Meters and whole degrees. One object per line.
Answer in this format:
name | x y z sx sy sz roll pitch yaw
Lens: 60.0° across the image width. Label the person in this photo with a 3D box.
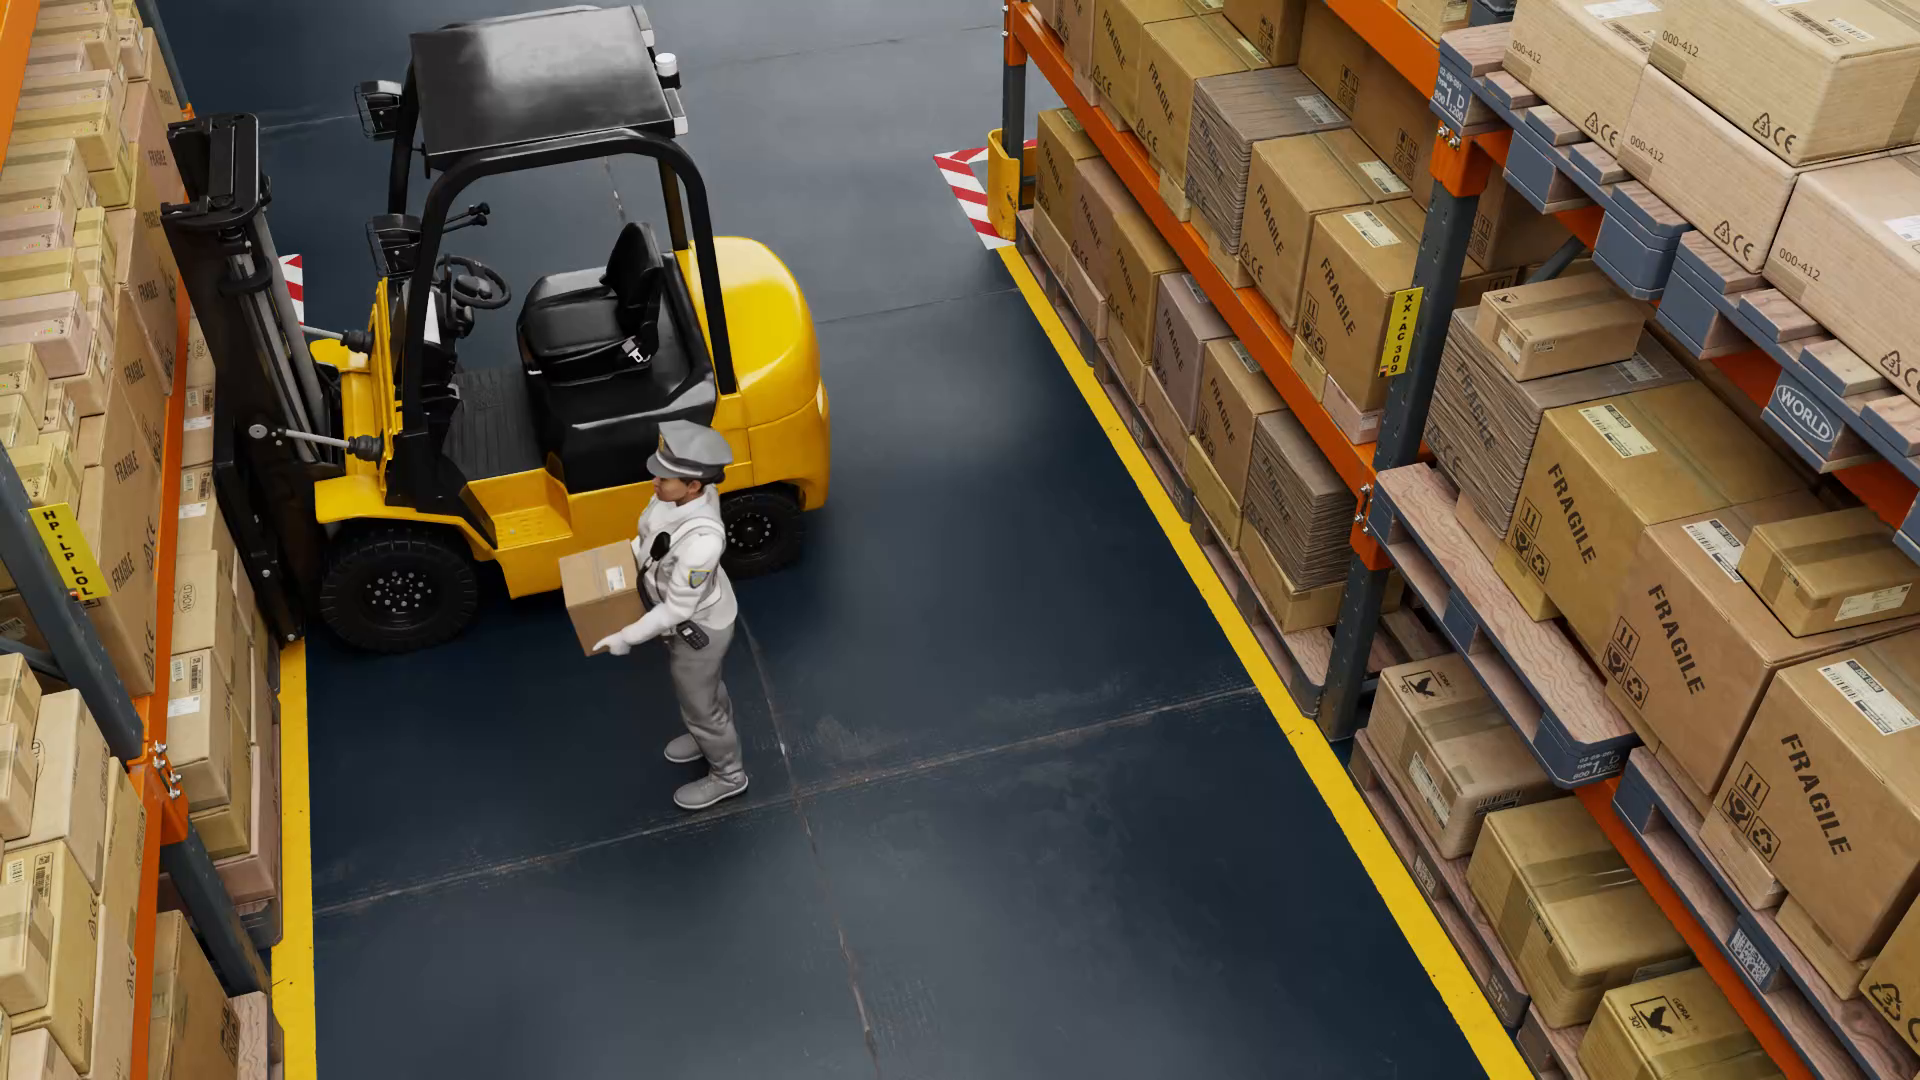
person | -1.014 0.282 5.836 0.560 1.686 0.459 -11 44 -12
